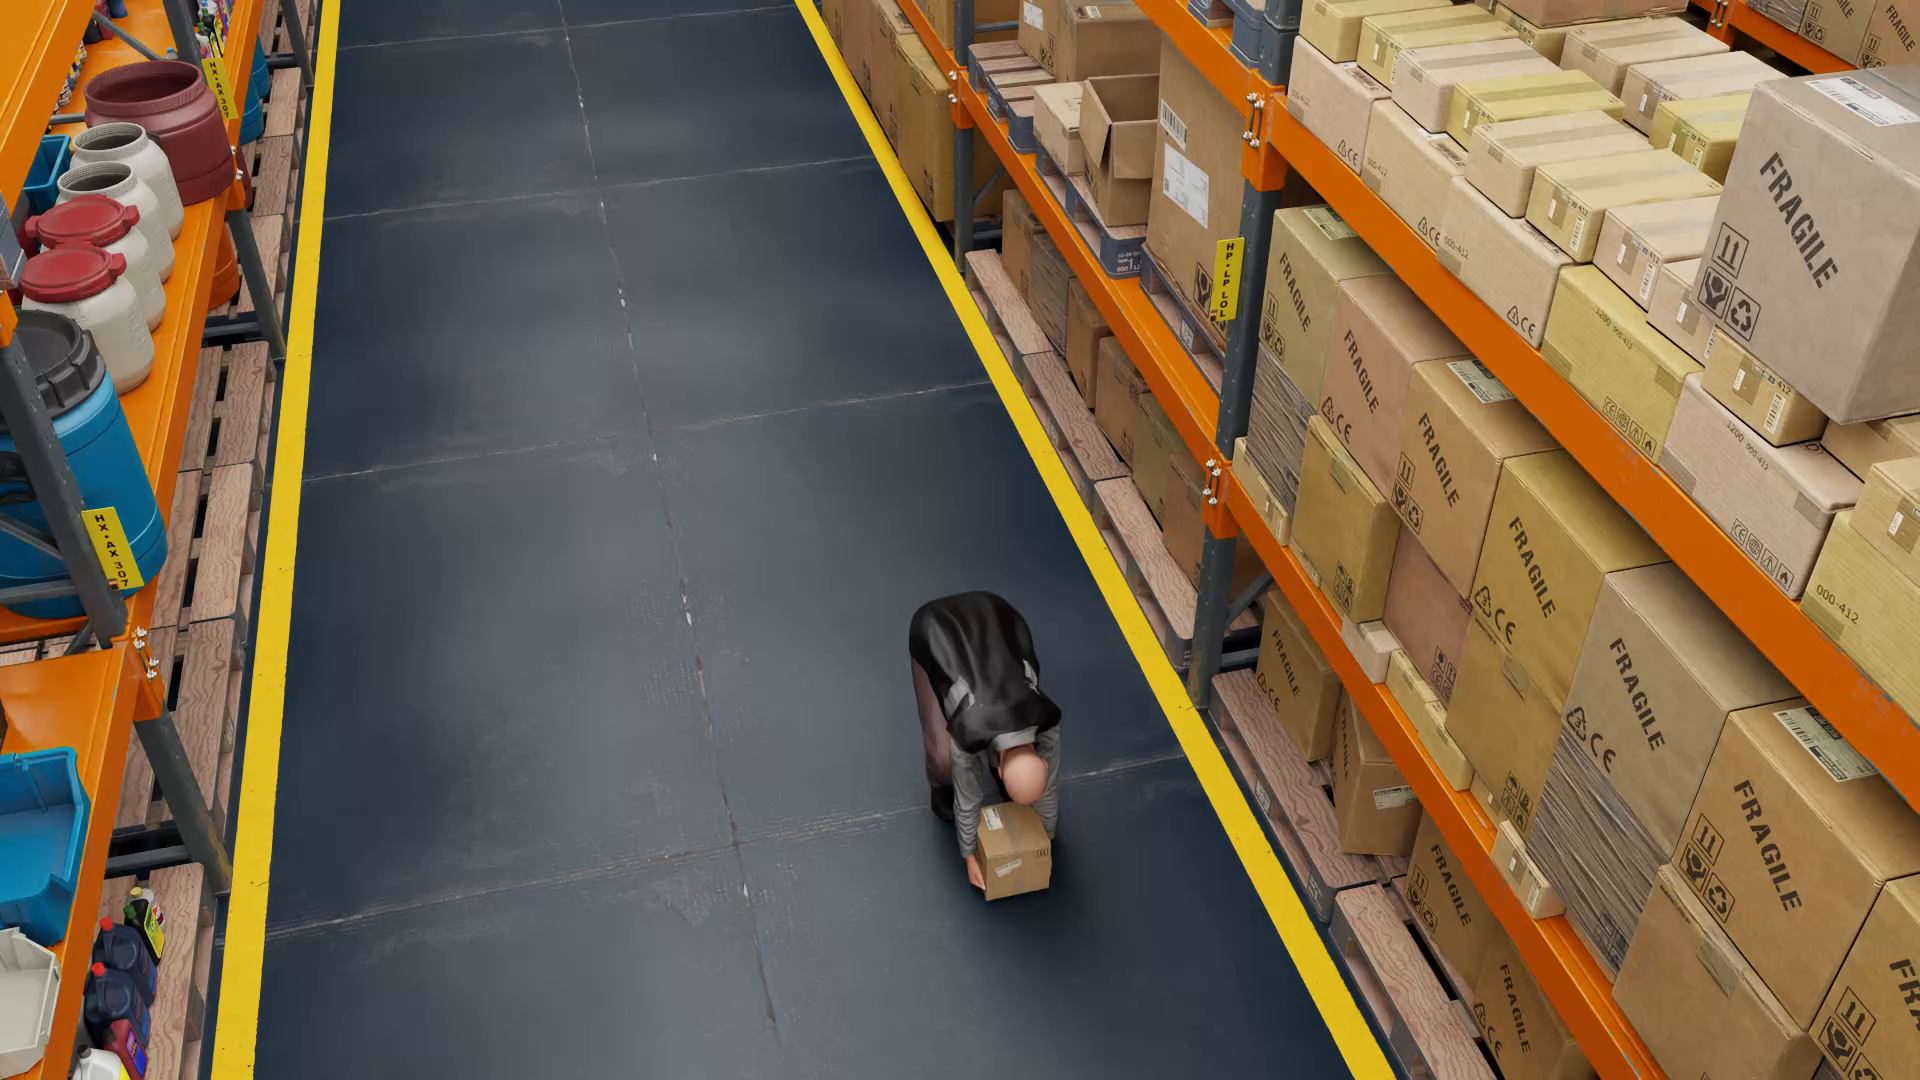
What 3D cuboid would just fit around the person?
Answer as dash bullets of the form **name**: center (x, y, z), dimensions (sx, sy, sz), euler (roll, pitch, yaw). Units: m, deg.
- **person**: center (0.119, 0.752, 6.410), dimensions (0.517, 0.933, 0.946), euler (-11, 39, -14)
